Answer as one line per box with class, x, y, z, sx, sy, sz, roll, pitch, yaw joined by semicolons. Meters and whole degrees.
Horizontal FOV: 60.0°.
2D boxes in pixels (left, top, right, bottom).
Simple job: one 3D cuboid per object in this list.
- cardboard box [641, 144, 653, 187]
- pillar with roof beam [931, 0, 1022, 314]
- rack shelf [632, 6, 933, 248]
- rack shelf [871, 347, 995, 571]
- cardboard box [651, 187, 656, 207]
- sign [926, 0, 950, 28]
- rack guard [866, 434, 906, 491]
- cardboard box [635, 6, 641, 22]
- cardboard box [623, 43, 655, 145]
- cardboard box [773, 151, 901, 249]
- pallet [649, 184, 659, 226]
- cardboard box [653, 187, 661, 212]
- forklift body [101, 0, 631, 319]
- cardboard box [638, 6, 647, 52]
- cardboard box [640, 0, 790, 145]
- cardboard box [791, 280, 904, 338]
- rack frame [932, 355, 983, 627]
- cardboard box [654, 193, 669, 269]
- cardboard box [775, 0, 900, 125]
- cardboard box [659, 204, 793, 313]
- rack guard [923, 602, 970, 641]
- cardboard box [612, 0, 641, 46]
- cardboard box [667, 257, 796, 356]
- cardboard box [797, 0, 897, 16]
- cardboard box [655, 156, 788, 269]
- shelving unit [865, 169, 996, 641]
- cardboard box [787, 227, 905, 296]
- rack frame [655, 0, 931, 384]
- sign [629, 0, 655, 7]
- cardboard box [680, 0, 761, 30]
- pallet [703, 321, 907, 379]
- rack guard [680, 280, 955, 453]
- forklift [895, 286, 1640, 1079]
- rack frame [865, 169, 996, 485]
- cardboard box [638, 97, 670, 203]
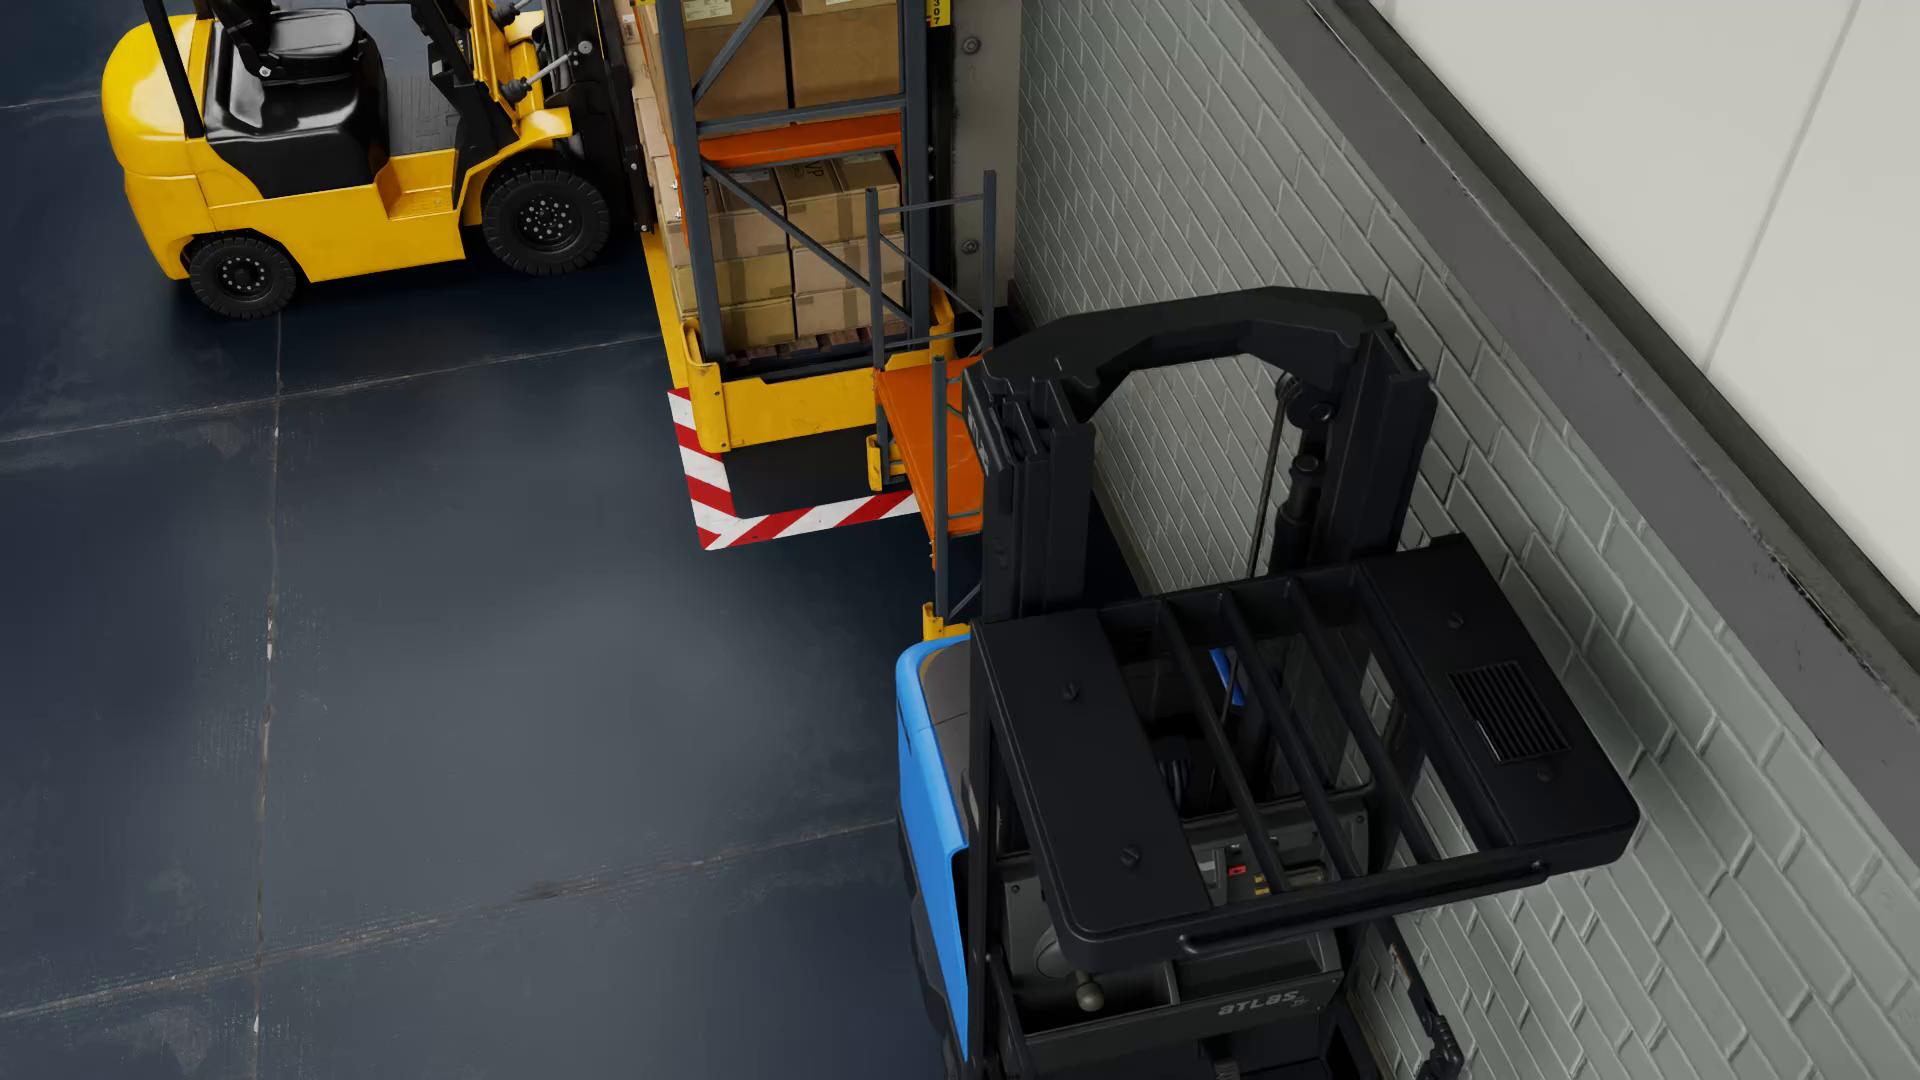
cardboard box;-1.323;-2.006;8.148;0.500;0.250;0.500;-12;47;-11
pillar with roof beam;-4.094;-3.625;4.253;9.100;9.000;0.400;-11;47;-10
rack shelf;-1.137;-2.796;8.144;1.077;0.370;4.000;-11;47;-10
rack shelf;0.022;-0.340;6.536;0.538;0.185;1.000;-11;47;-10
cardboard box;-1.289;-1.810;8.306;0.500;0.250;0.500;-10;46;-10
sign;-0.087;-2.095;6.292;0.100;0.325;0.005;-11;47;-10
rack guard;-0.108;-0.379;7.197;0.587;0.250;0.087;-11;47;-10
cardboard box;-1.261;-2.707;7.484;0.500;0.500;0.500;-12;47;-11
cardboard box;-1.320;-2.160;7.949;0.500;0.250;0.500;-10;46;-10
cardboard box;-0.565;-1.568;7.368;0.500;0.250;0.500;-11;47;-11
pallet;-1.170;-2.052;8.864;1.003;0.211;1.213;-11;47;-10
cardboard box;-1.170;-1.654;7.802;0.500;0.250;0.500;-11;47;-11
forklift body;-2.874;-2.345;7.793;2.313;2.155;1.214;-11;47;-10
cardboard box;-1.129;-2.353;7.137;0.500;0.500;0.500;-9;46;-9
cardboard box;-1.005;-1.994;6.784;0.500;0.500;0.500;-12;47;-11
cardboard box;-0.562;-1.226;7.733;0.500;0.250;0.500;-11;47;-10
rack frame;0.152;-0.115;6.063;0.500;1.500;0.032;-11;47;-10
cardboard box;-1.169;-1.463;7.966;0.500;0.250;0.500;-11;47;-10
cardboard box;-0.484;-2.095;6.883;0.500;0.500;0.500;-9;46;-9
cardboard box;-1.052;-1.305;7.461;0.500;0.250;0.500;-11;47;-11
rack guard;0.147;0.309;6.523;0.587;0.250;0.087;-11;47;-10
cardboard box;-1.442;-2.512;8.293;0.500;0.250;0.500;-12;47;-11
cardboard box;-1.051;-1.118;7.627;0.500;0.250;0.500;-10;46;-10
cardboard box;-0.461;-2.210;6.543;0.380;0.149;0.250;-12;47;-11
cardboard box;-1.045;-1.462;7.265;0.500;0.250;0.500;-9;46;-9
shelving unit;0.020;-0.472;6.413;0.587;1.500;1.083;-11;47;-10
cardboard box;-0.545;-1.389;7.543;0.500;0.250;0.500;-10;46;-10
rack frame;-0.625;-1.667;6.534;1.000;3.000;0.127;-11;47;-10
sign;-1.153;-2.065;5.948;0.100;0.325;0.005;-11;47;-10
cardboard box;-0.985;-2.117;6.451;0.380;0.149;0.250;-10;46;-10
pallet;-0.862;-1.211;8.040;1.003;0.211;1.213;-11;47;-10
rack guard;-0.619;-0.775;7.411;1.175;0.500;0.348;-11;47;-10
forklift;0.617;1.002;3.967;1.130;2.935;3.031;-9;46;-9
rack frame;-0.108;-0.817;6.751;0.500;1.500;0.032;-11;47;-10
cardboard box;-1.181;-1.814;7.609;0.500;0.250;0.500;-10;46;-10
